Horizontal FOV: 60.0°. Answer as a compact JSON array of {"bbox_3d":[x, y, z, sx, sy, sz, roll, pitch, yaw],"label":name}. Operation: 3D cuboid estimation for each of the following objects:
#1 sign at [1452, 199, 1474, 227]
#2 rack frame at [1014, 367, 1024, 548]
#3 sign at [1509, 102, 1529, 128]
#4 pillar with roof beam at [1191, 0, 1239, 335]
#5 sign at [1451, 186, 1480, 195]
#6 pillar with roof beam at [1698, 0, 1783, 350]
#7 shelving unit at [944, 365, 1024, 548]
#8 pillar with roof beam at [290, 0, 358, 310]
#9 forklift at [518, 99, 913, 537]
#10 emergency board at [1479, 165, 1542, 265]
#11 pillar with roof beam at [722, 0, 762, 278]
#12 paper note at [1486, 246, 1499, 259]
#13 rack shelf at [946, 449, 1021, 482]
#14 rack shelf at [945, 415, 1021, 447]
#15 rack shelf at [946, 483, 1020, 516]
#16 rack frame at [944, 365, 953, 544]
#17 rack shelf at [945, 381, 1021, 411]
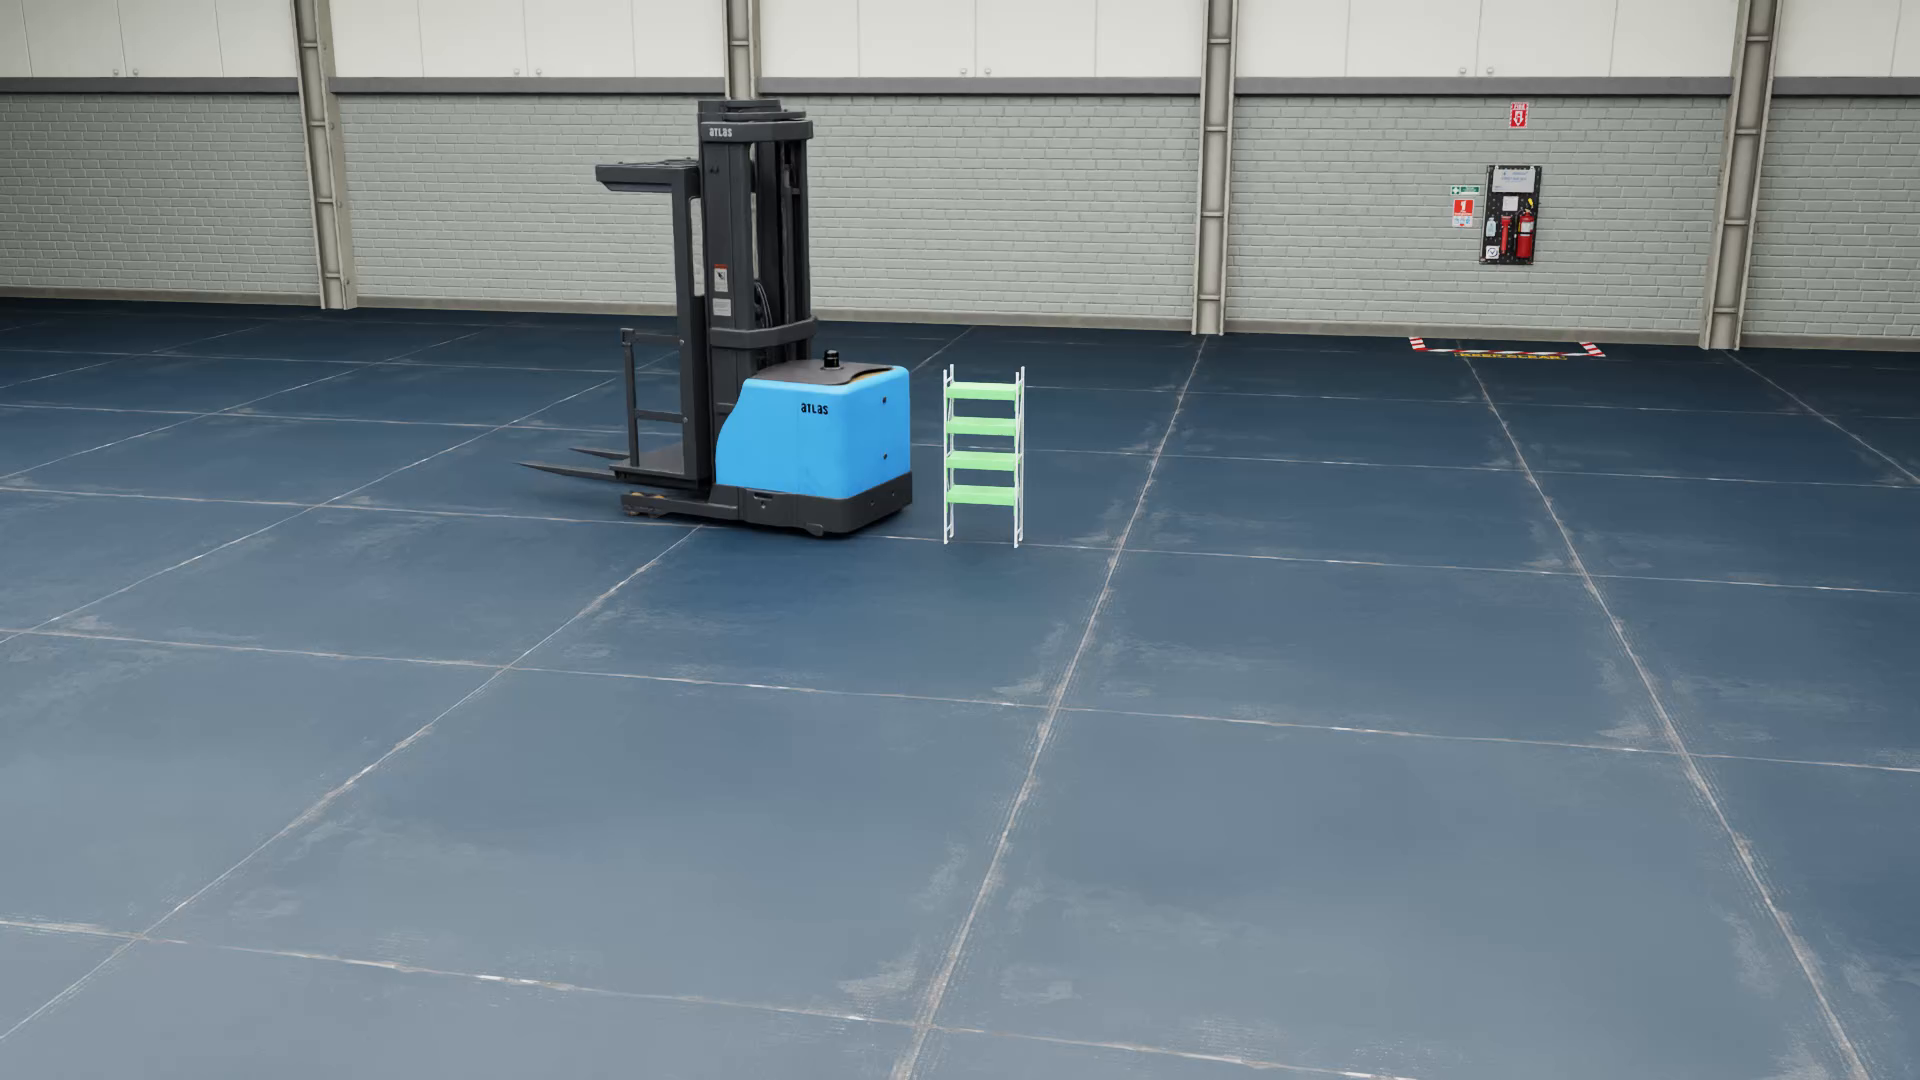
[{"bbox_3d":[6.060,-3.941,20.033,0.234,0.329,0.001,3,16,11],"label":"sign"},{"bbox_3d":[0.401,-0.556,11.253,0.015,1.200,0.240,3,16,11],"label":"rack frame"},{"bbox_3d":[6.593,-5.011,19.620,0.199,0.298,0.001,3,16,11],"label":"sign"},{"bbox_3d":[2.258,-5.810,15.609,0.400,9.000,9.100,3,16,11],"label":"pillar with roof beam"},{"bbox_3d":[6.063,-4.194,19.953,0.331,0.109,0.001,3,16,11],"label":"sign"},{"bbox_3d":[8.138,-5.491,14.457,0.400,9.000,9.100,3,16,11],"label":"pillar with roof beam"},{"bbox_3d":[0.162,-0.569,11.300,0.503,1.200,0.258,3,16,11],"label":"shelving unit"},{"bbox_3d":[-9.501,-6.448,17.914,0.400,9.000,9.100,3,16,11],"label":"pillar with roof beam"},{"bbox_3d":[-1.895,-1.687,12.091,3.031,2.935,1.130,8,17,25],"label":"forklift"},{"bbox_3d":[6.581,-3.867,19.834,0.643,1.169,0.194,3,16,11],"label":"emergency board"},{"bbox_3d":[-3.622,-6.129,16.761,0.400,9.000,9.100,3,16,11],"label":"pillar with roof beam"},{"bbox_3d":[6.422,-3.470,20.051,0.142,0.148,0.016,3,16,11],"label":"paper note"},{"bbox_3d":[0.162,-0.508,11.317,0.480,0.148,0.258,3,16,11],"label":"rack shelf"},{"bbox_3d":[0.162,-0.739,11.253,0.480,0.148,0.258,3,16,11],"label":"rack shelf"},{"bbox_3d":[0.162,-0.277,11.381,0.480,0.148,0.258,3,16,11],"label":"rack shelf"},{"bbox_3d":[-0.077,-0.582,11.347,0.015,1.200,0.240,3,16,11],"label":"rack frame"},{"bbox_3d":[0.162,-0.970,11.189,0.480,0.148,0.258,3,16,11],"label":"rack shelf"}]
